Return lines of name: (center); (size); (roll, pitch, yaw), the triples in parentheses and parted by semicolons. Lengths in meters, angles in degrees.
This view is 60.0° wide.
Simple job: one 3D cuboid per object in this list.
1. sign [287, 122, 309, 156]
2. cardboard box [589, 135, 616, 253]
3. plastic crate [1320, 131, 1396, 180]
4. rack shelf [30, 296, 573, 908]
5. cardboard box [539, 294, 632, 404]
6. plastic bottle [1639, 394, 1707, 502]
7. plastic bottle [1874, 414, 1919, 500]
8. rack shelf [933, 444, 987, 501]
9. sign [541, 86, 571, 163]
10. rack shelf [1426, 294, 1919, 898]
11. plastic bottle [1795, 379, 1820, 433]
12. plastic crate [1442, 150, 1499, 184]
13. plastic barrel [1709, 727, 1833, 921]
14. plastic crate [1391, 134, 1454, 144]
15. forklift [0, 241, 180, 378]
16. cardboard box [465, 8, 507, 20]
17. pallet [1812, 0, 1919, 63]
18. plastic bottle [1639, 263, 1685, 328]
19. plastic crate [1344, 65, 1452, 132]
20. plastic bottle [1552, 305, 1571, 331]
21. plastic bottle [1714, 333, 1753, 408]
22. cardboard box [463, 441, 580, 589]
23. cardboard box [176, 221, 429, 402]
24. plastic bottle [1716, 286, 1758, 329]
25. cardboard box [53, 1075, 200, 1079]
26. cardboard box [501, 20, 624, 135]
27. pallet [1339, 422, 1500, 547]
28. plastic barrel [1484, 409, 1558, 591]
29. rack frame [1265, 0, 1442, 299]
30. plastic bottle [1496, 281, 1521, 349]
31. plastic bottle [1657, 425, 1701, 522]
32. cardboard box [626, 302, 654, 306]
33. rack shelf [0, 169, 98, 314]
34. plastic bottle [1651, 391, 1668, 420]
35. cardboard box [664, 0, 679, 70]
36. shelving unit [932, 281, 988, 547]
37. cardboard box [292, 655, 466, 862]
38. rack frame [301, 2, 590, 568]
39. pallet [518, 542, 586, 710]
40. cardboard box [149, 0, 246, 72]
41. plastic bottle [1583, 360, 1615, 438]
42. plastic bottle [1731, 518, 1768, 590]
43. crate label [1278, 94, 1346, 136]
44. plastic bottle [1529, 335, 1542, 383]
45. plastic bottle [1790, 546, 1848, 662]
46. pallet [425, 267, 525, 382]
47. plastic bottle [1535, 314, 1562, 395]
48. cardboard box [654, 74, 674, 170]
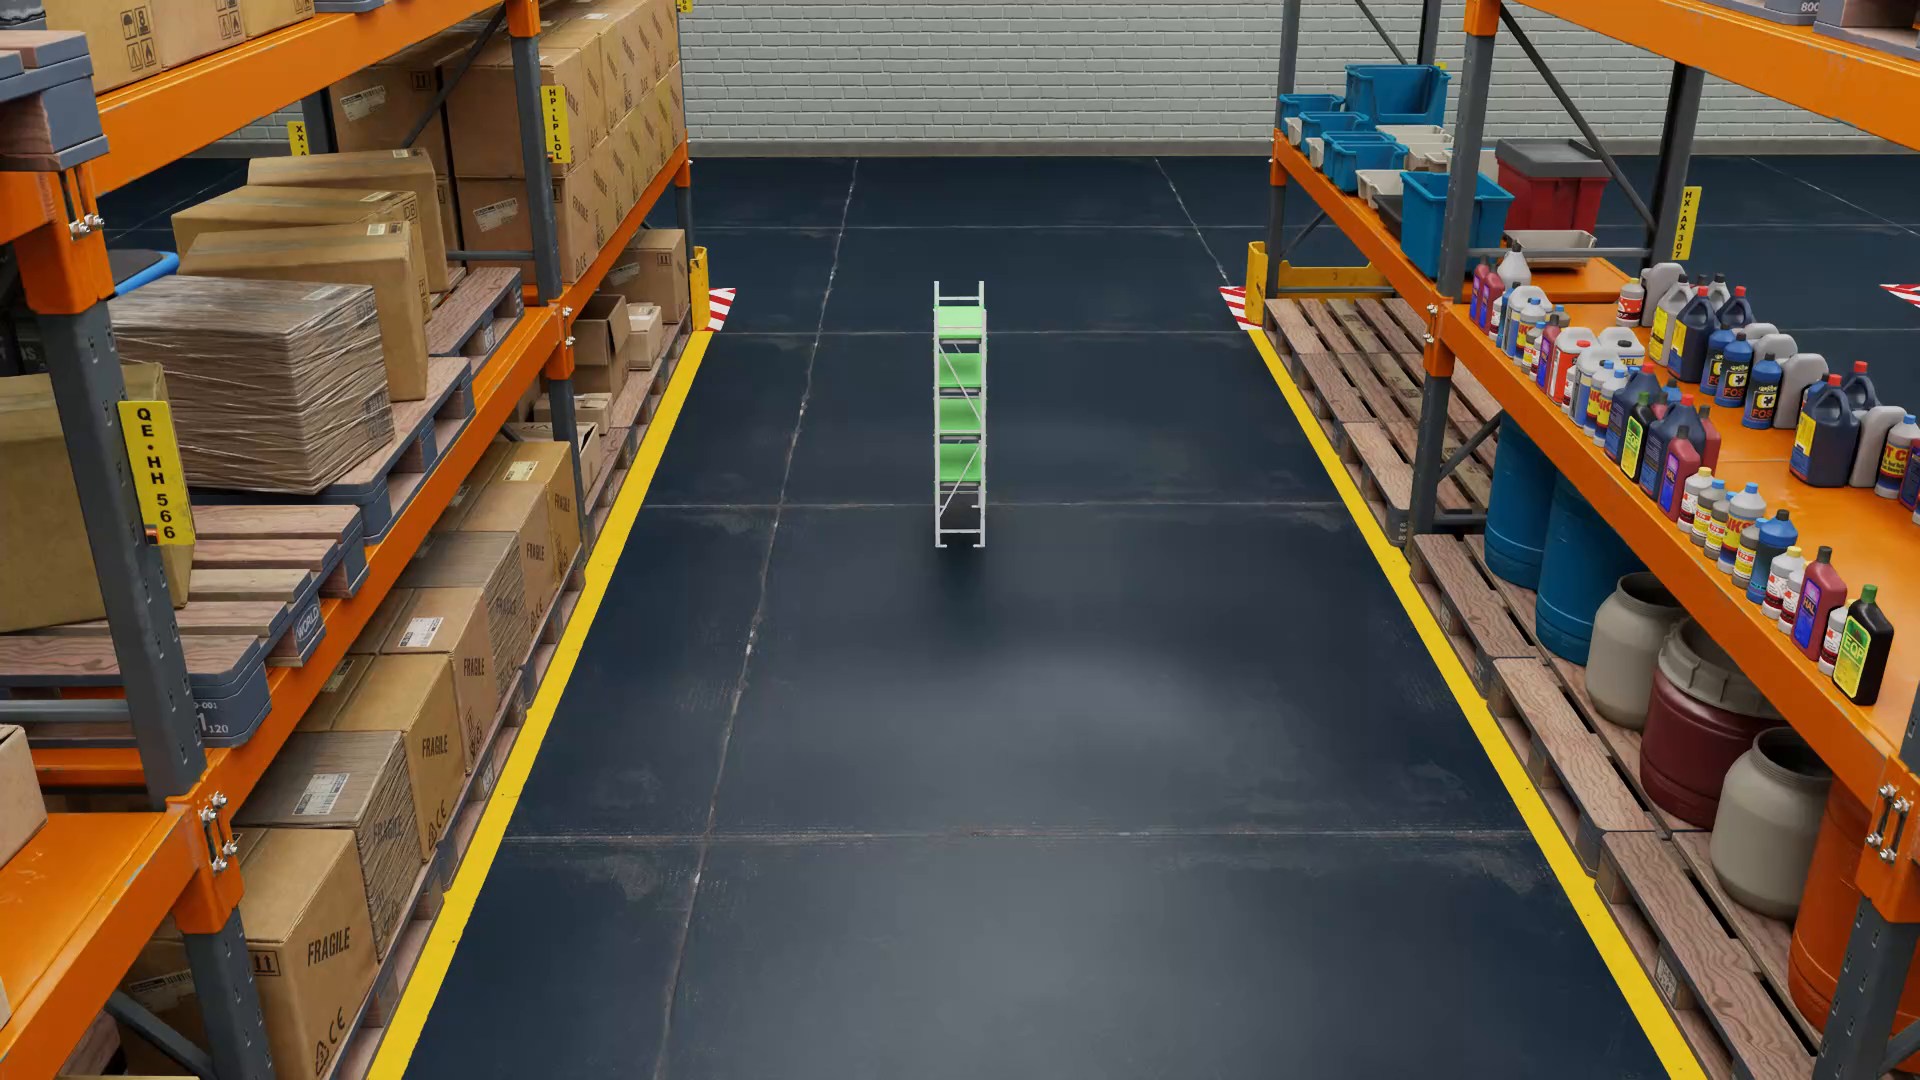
sign: (-2.835, -1.644, 7.194); (0.100, 0.325, 0.005); (0, 24, -1)
cardboard box: (-2.035, -1.723, 8.298); (0.500, 0.500, 0.500); (0, 24, 0)
plastic crate: (2.305, -2.229, 9.669); (0.416, 0.233, 0.300); (0, 24, -1)
rack shelf: (-2.271, -0.103, 5.711); (1.077, 0.370, 4.000); (0, 24, -1)
cardboard box: (-2.318, -1.092, 9.520); (0.797, 0.503, 0.637); (0, 24, -1)
plastic bottle: (2.301, -0.307, 5.348); (0.144, 0.351, 0.185); (0, 24, -1)
plastic bottle: (3.036, -0.272, 5.369); (0.097, 0.271, 0.097); (0, 24, 0)
rack shelf: (-0.002, -0.338, 8.279); (0.258, 0.148, 0.480); (0, 24, -1)
sign: (-1.738, -1.787, 7.155); (0.100, 0.325, 0.005); (0, 24, -1)
rack shelf: (2.682, -0.124, 5.757); (1.077, 0.370, 4.000); (0, 24, -1)
plastic bottle: (3.030, -0.467, 5.884); (0.097, 0.201, 0.097); (0, 24, 0)
plastic crate: (2.828, -1.879, 8.836); (0.437, 0.282, 0.530); (0, 24, -1)
plastic barrel: (2.586, 0.881, 5.172); (0.421, 0.512, 0.421); (0, 24, 0)
plastic crate: (2.795, -2.377, 10.112); (0.396, 0.136, 0.243); (0, 24, -1)
forklift: (-4.807, -1.348, 7.675); (1.130, 2.935, 3.031); (1, 24, 2)
cardboard box: (-2.575, -2.590, 9.001); (0.500, 0.500, 0.500); (0, 24, -1)
pallet: (2.794, -1.224, 3.905); (1.003, 0.211, 1.213); (0, 24, -1)
plastic bottle: (2.988, -1.058, 7.101); (0.152, 0.276, 0.135); (0, 24, -1)
plastic crate: (2.807, -2.830, 10.752); (0.616, 0.435, 0.499); (0, 24, -1)
plastic bottle: (2.413, -0.850, 6.731); (0.097, 0.201, 0.097); (0, 24, 0)
plastic bottle: (2.874, -0.634, 6.168); (0.097, 0.271, 0.097); (0, 24, 0)
cardboard box: (-2.001, -0.115, 7.363); (0.500, 0.500, 0.500); (0, 24, -1)
cardboard box: (-2.212, -0.764, 5.669); (0.700, 0.500, 0.500); (-6, 25, -14)
plastic bottle: (3.000, -0.800, 6.438); (0.144, 0.351, 0.185); (0, 24, -1)
cardboard box: (-1.997, 1.414, 3.630); (0.500, 0.311, 0.500); (0, 24, 1)
cardboard box: (-2.028, -2.376, 8.529); (0.500, 0.500, 0.500); (-1, 24, -2)
pallet: (2.614, -0.308, 8.675); (1.003, 0.211, 1.213); (0, 24, -1)
plastic barrel: (2.649, -0.287, 7.281); (0.600, 0.901, 0.708); (0, 24, -1)
rack frame: (2.617, -2.924, 11.075); (1.000, 3.000, 0.127); (0, 24, -1)
plastic bottle: (2.260, -0.922, 6.804); (0.097, 0.271, 0.097); (0, 24, 0)
plastic bottle: (2.261, -0.210, 5.216); (0.061, 0.283, 0.133); (0, 24, -1)
cardboard box: (-2.170, -1.423, 10.660); (0.380, 0.166, 0.250); (0, 24, -1)
rack shelf: (-2.227, 0.178, 1.449); (1.077, 0.370, 4.000); (0, 24, -1)
plastic bottle: (2.318, -0.342, 5.507); (0.061, 0.283, 0.133); (0, 24, -1)
cardboard box: (-2.057, -3.222, 10.400); (0.500, 0.500, 0.500); (0, 24, -1)
shelving unit: (-0.002, -0.615, 8.154); (0.258, 1.200, 0.503); (0, 24, -1)
cardboard box: (-1.980, 0.720, 5.517); (0.500, 0.500, 0.500); (-1, 24, -1)
rack frame: (-2.293, -1.255, 7.385); (1.000, 3.000, 0.127); (0, 24, -1)
pallet: (-2.246, 0.351, 7.219); (1.003, 0.211, 1.213); (0, 24, -1)
cardboard box: (-2.293, -1.409, 3.964); (0.910, 0.500, 0.500); (0, 24, -1)
plastic bottle: (2.271, -0.500, 5.871); (0.097, 0.271, 0.097); (0, 24, 0)
plastic bottle: (2.284, 0.035, 4.773); (0.097, 0.201, 0.097); (0, 24, 0)
crate label: (2.290, -2.772, 10.869); (0.416, 0.233, 0.303); (0, 24, -1)
plastic bottle: (2.265, -0.714, 6.430); (0.097, 0.201, 0.097); (0, 24, 0)
plastic bottle: (2.271, 0.166, 4.385); (0.061, 0.283, 0.133); (0, 24, -1)
pallet: (-2.393, -0.838, 6.695); (1.003, 0.211, 1.213); (0, 24, -1)
plastic bottle: (2.248, -0.704, 6.307); (0.061, 0.283, 0.133); (0, 24, -1)
cardboard box: (-2.050, -2.552, 10.131); (0.500, 0.500, 0.500); (0, 24, 0)
